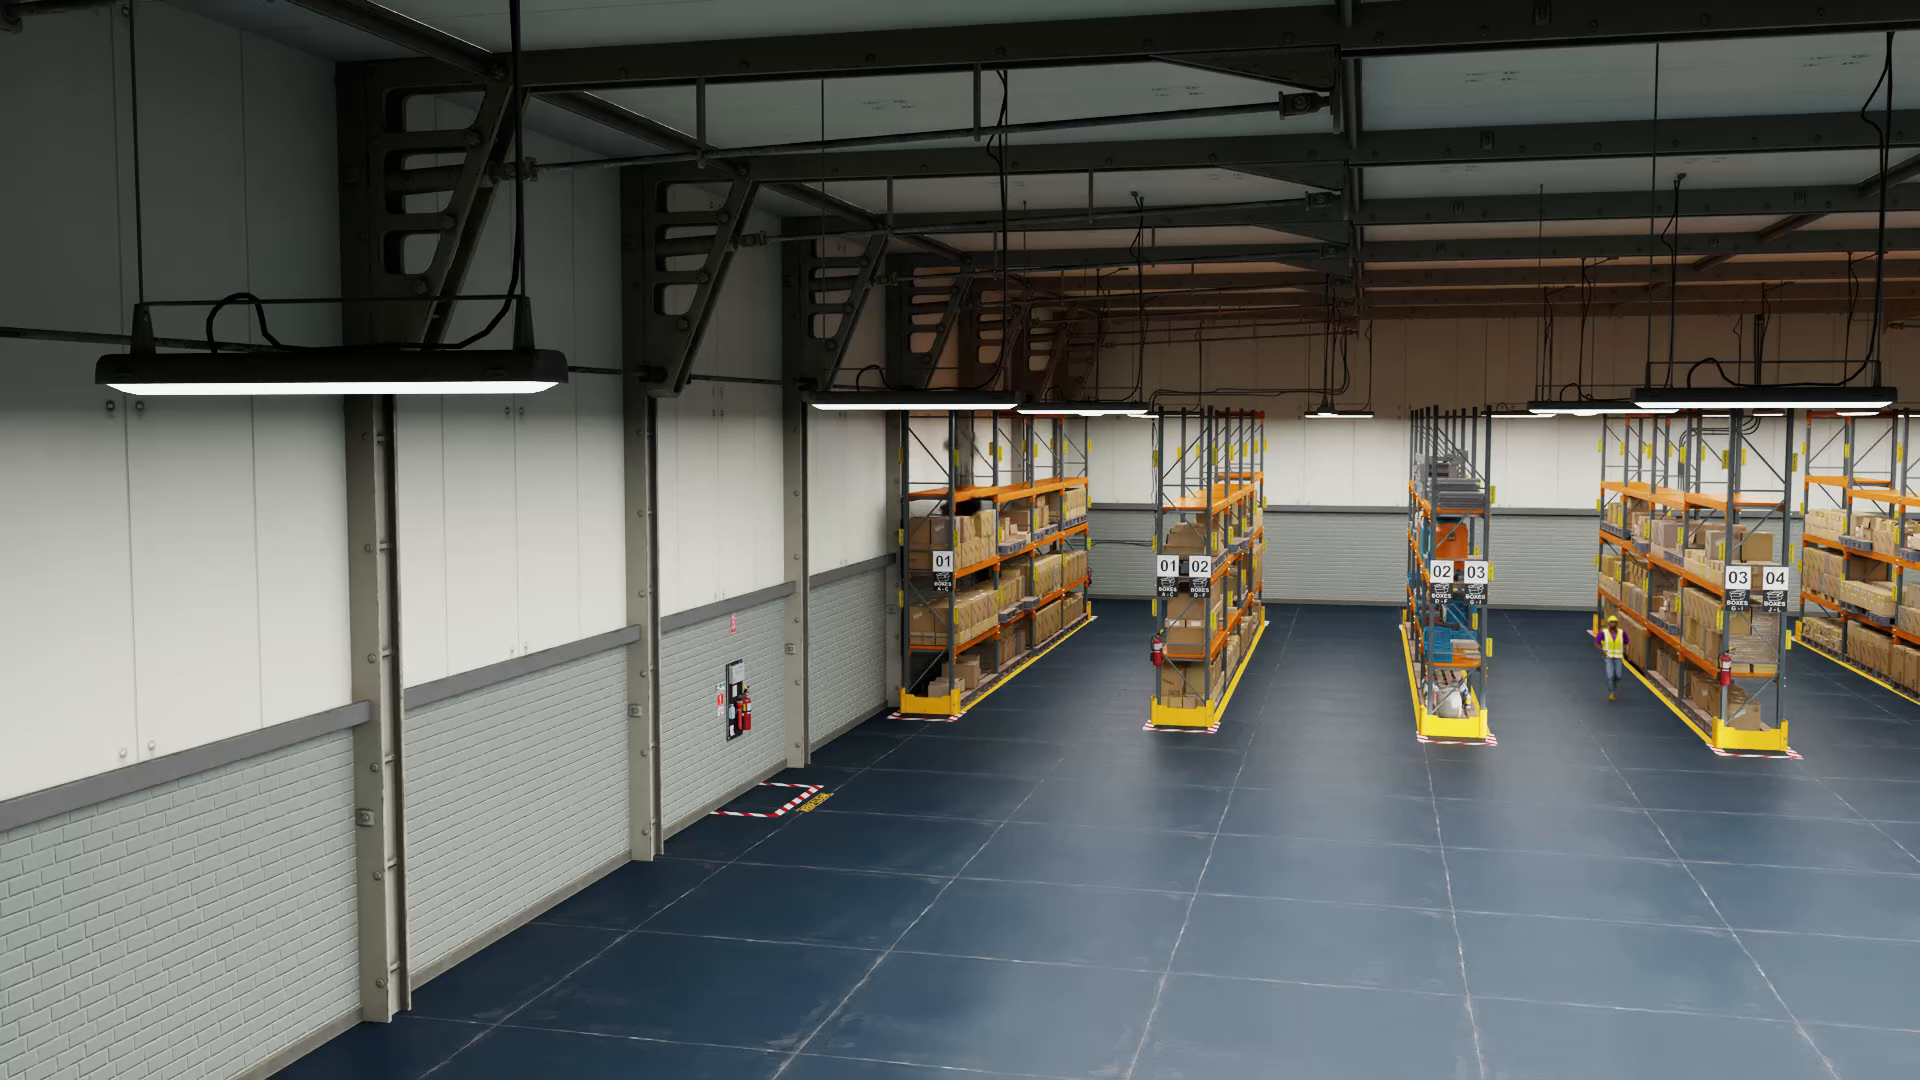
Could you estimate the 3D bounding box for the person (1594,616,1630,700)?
[{"bbox_3d":[13.419,2.415,34.212,0.703,1.723,0.587,1,4,11],"label":"person"}]
